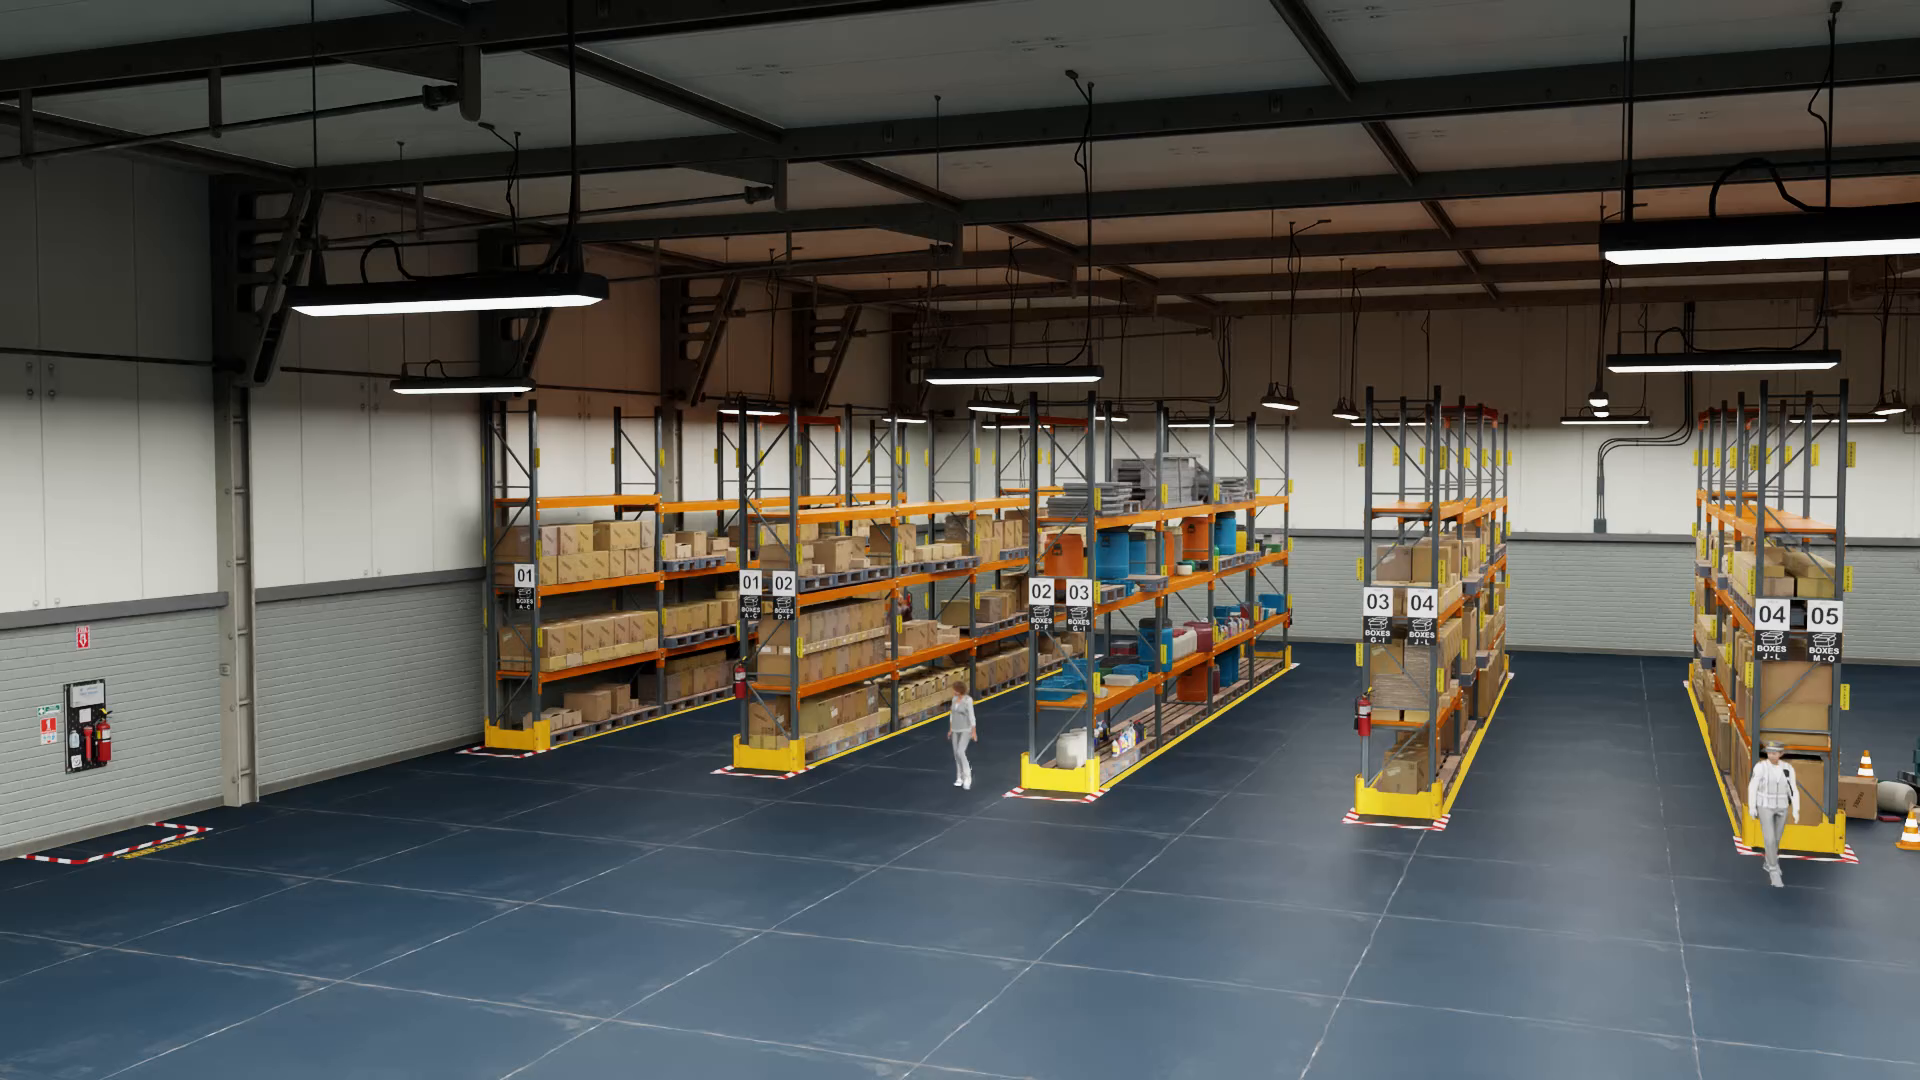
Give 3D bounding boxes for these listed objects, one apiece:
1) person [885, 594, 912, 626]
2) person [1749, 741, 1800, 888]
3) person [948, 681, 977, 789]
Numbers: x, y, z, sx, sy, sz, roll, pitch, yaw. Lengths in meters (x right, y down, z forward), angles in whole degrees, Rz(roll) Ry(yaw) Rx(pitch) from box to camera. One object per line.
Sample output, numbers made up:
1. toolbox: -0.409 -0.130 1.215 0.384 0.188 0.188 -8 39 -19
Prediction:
1. person: -1.477 2.156 39.628 0.578 1.714 1.128 1 3 16
2. person: 9.640 3.221 19.697 0.504 1.712 0.715 0 3 6
3. person: 0.011 2.969 25.325 0.468 1.652 0.378 2 4 41
